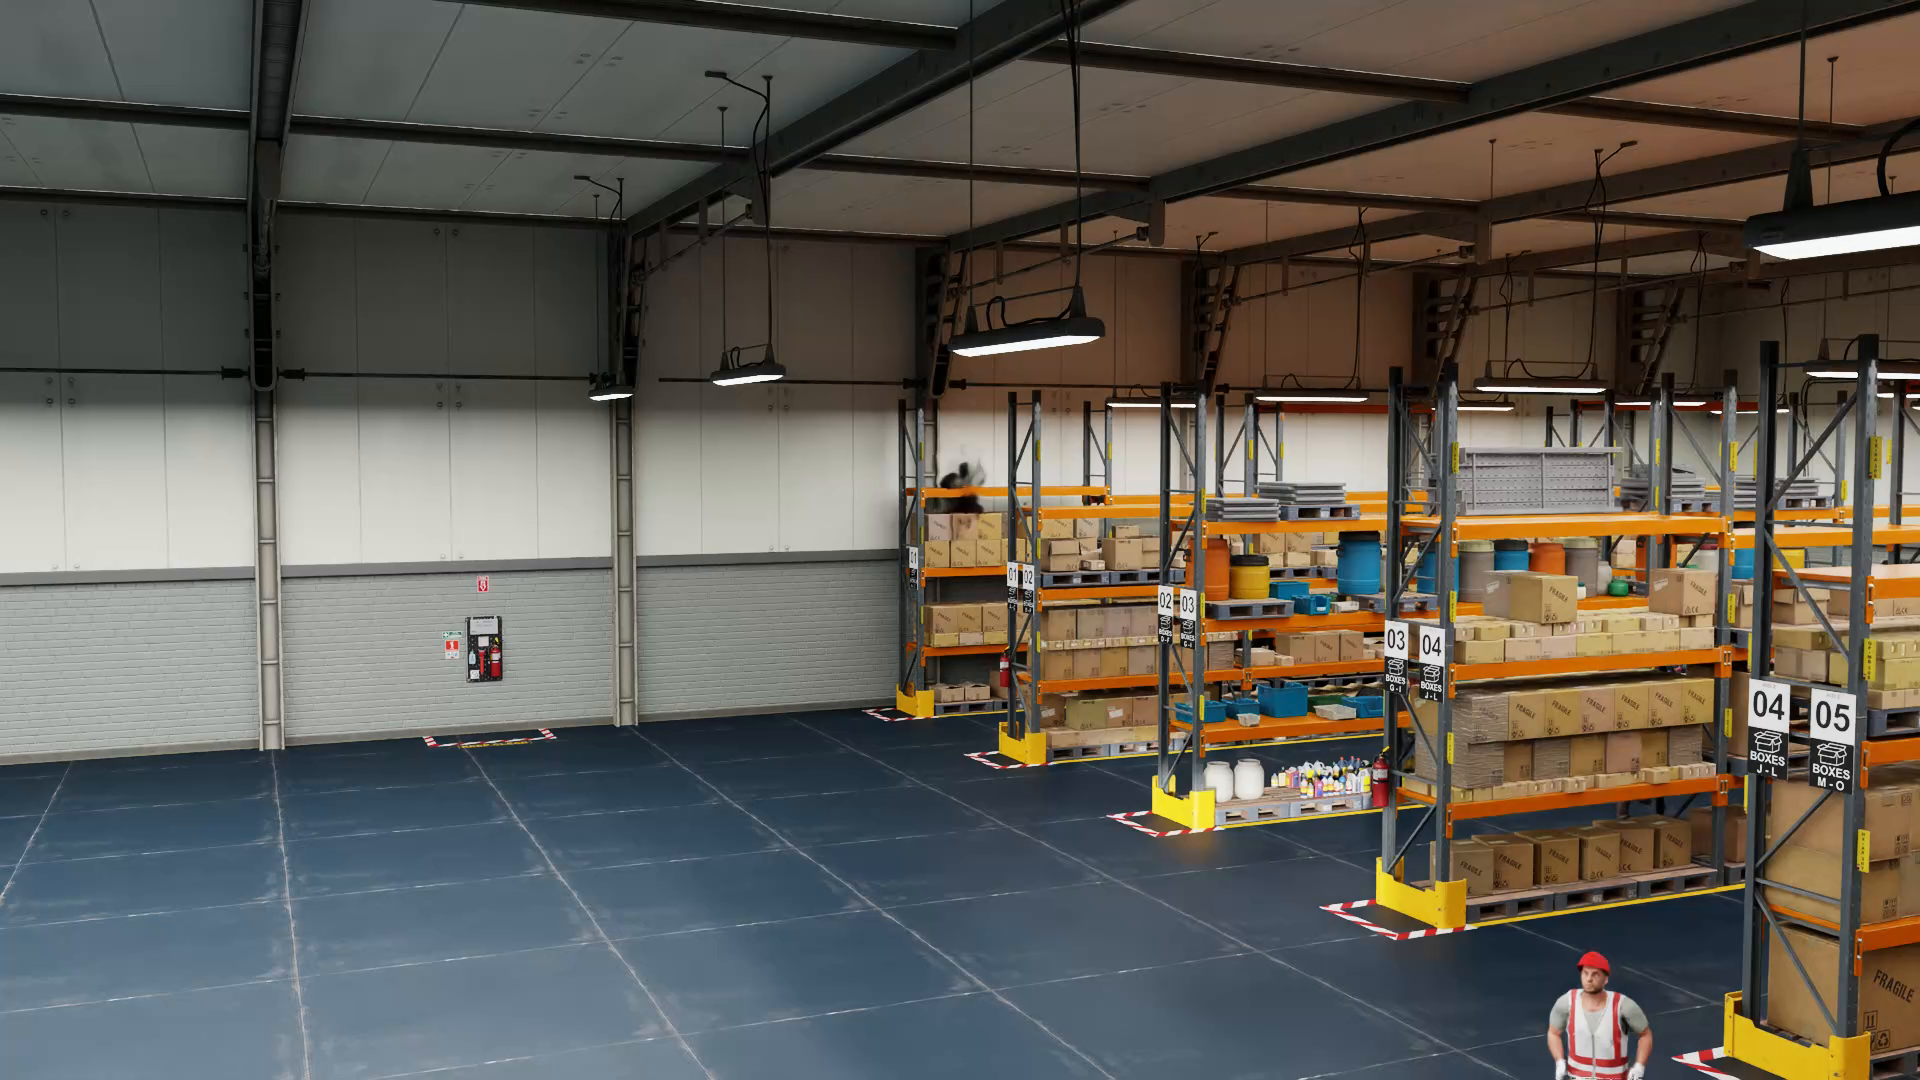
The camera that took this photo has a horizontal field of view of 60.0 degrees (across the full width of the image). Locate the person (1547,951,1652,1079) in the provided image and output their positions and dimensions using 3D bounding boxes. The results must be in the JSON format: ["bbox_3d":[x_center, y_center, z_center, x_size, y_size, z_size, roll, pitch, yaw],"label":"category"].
[{"bbox_3d":[4.276,3.639,11.177,0.661,1.745,0.548,2,4,28],"label":"person"}]

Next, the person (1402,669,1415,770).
[{"bbox_3d":[6.962,2.752,26.175,0.756,1.737,0.673,-1,4,-22],"label":"person"}]

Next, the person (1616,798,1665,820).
[{"bbox_3d":[9.072,3.017,22.284,0.849,1.720,0.673,-2,4,-25],"label":"person"}]
